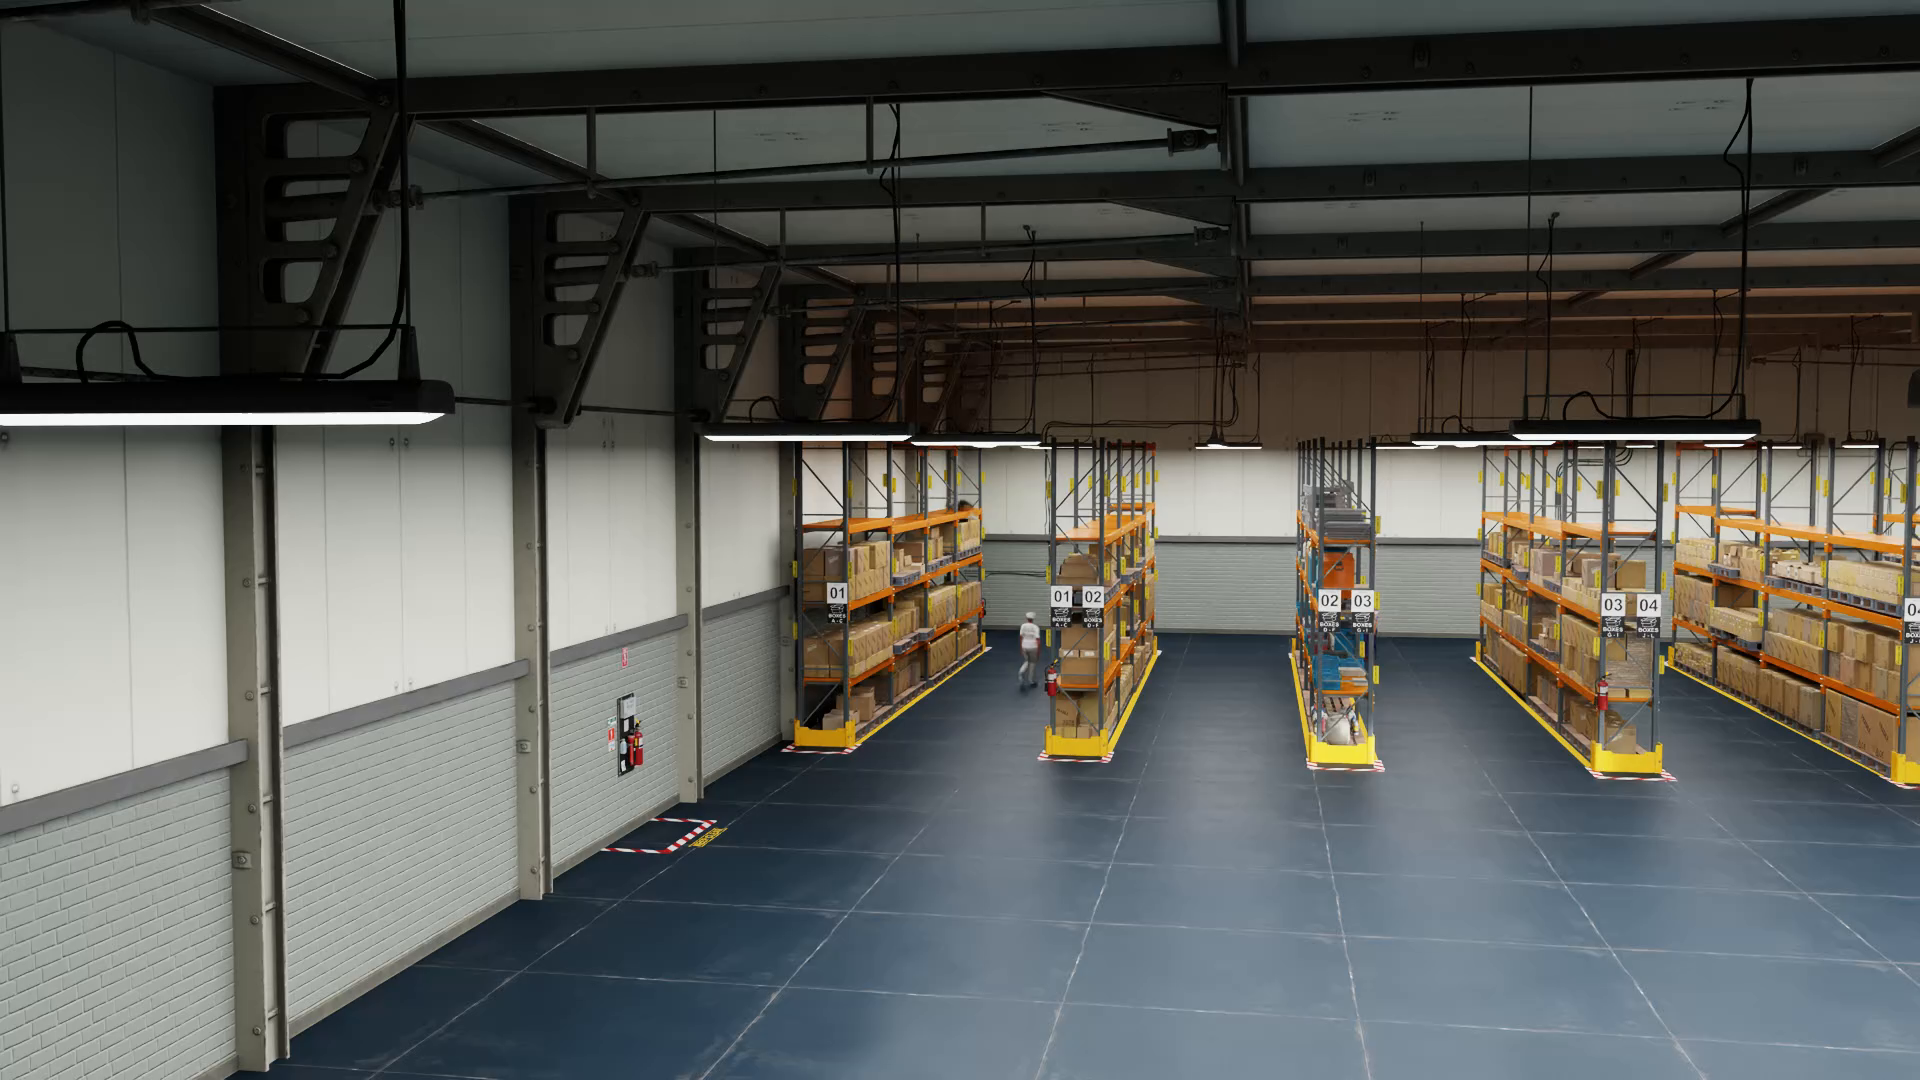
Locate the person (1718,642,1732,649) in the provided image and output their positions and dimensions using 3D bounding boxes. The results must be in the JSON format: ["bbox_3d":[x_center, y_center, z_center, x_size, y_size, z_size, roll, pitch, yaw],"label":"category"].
[{"bbox_3d":[20.967,2.480,45.544,0.470,1.631,0.462,0,3,6],"label":"person"}]

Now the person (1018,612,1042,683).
[{"bbox_3d":[1.734,2.656,40.949,0.550,1.767,0.537,-3,4,-43],"label":"person"}]

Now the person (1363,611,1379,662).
[{"bbox_3d":[11.218,2.522,45.592,0.444,1.705,0.549,-2,4,-34],"label":"person"}]
